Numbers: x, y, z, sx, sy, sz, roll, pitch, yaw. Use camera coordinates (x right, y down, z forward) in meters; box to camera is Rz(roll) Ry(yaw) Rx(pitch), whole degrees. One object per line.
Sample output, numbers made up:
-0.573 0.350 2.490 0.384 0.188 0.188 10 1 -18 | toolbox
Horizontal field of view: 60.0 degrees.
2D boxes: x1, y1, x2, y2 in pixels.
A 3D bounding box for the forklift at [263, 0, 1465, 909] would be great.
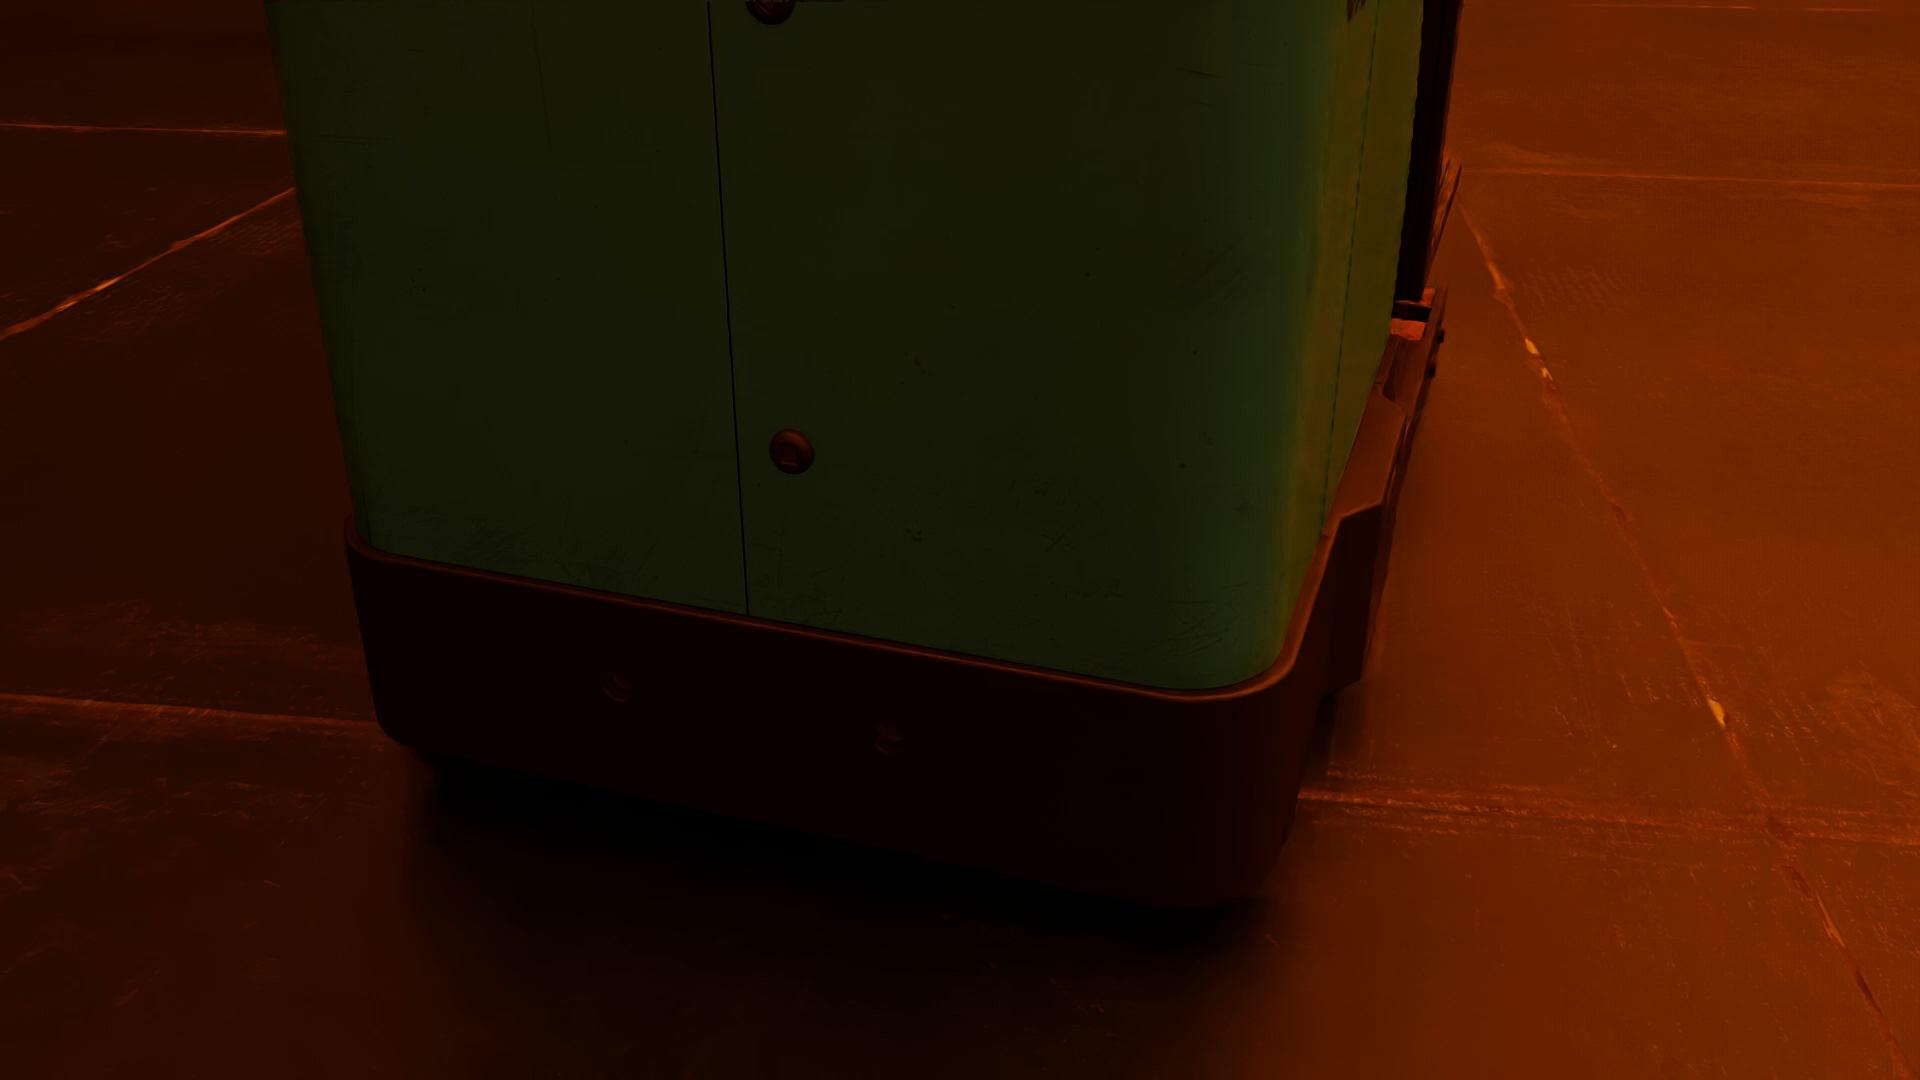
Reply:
0.281 -1.590 2.404 1.130 2.935 3.031 9 28 17 | forklift
